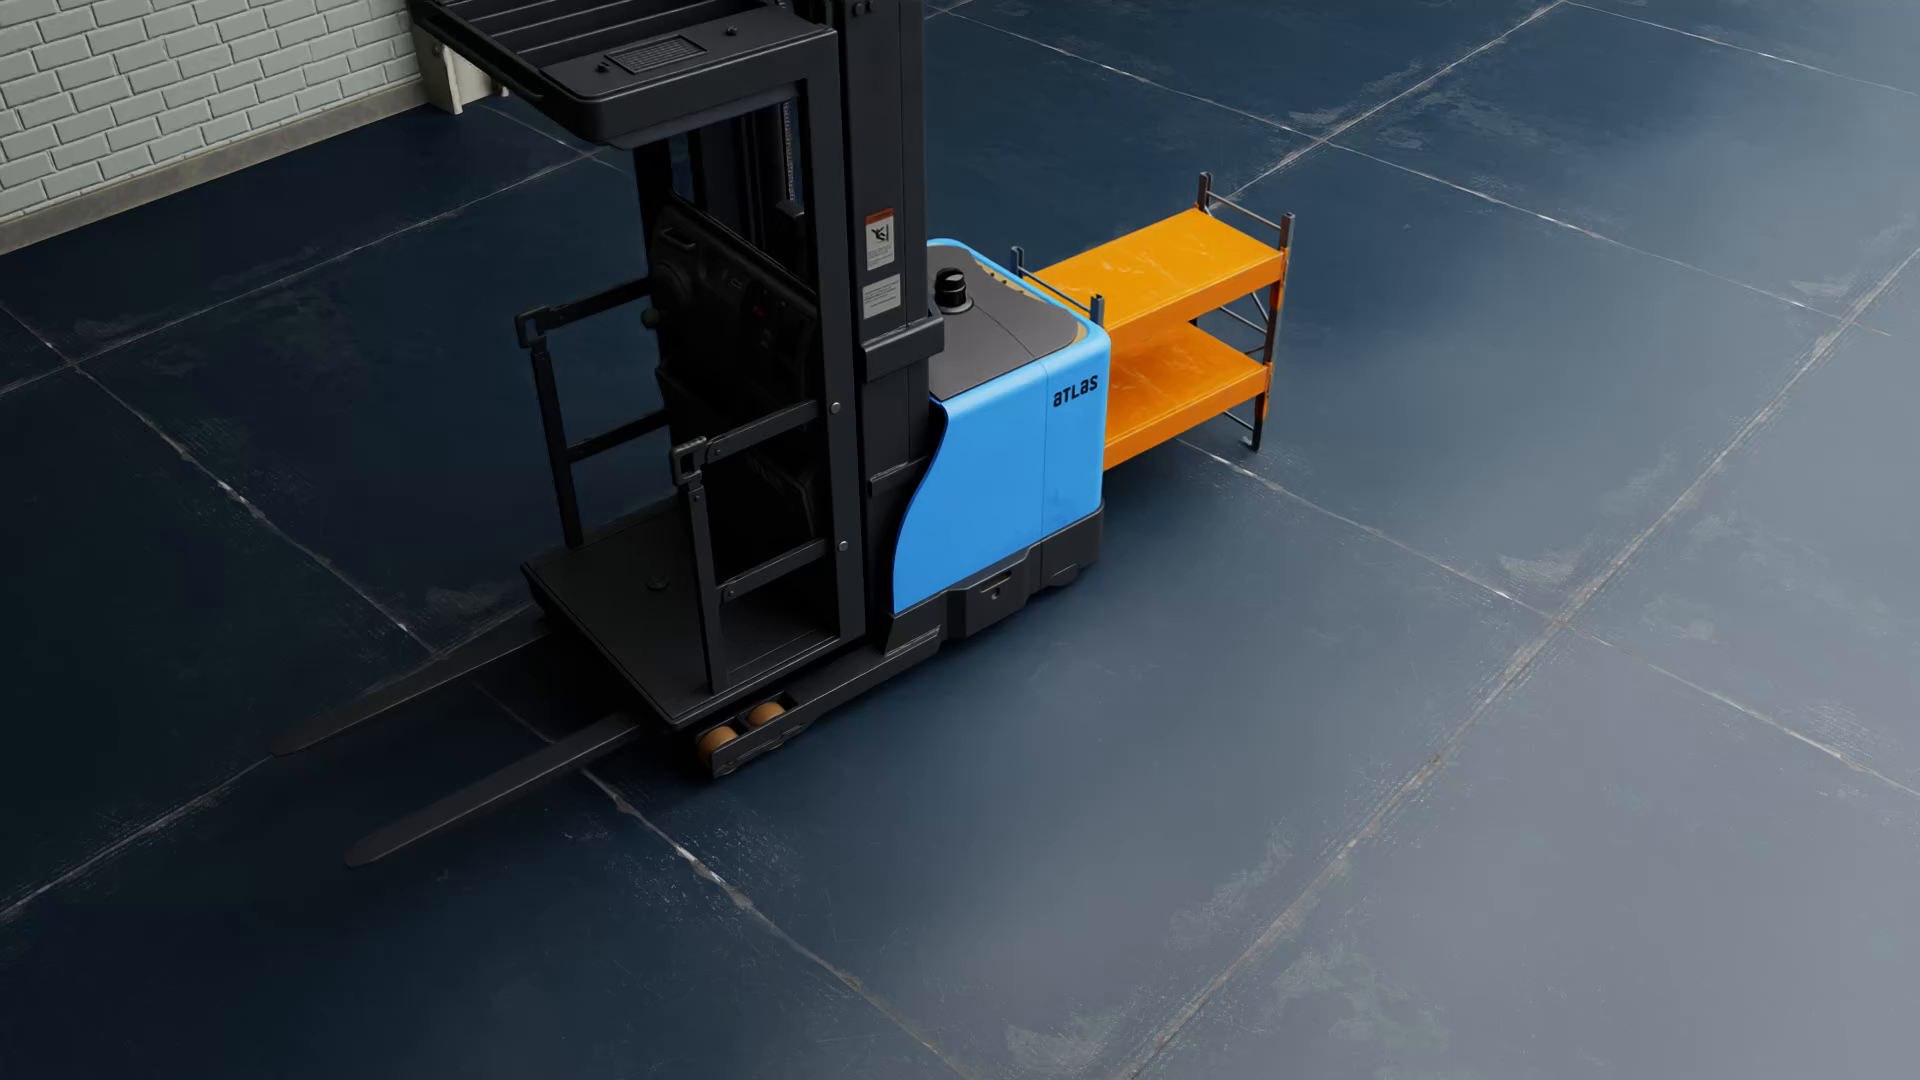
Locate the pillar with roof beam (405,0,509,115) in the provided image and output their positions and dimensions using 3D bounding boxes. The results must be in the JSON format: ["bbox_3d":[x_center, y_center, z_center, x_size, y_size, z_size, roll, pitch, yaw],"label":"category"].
[{"bbox_3d":[0.176,-4.414,5.070,9.100,9.000,0.400,30,47,32],"label":"pillar with roof beam"}]

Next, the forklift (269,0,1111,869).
[{"bbox_3d":[-0.908,-0.711,5.289,3.031,2.935,1.130,-26,46,-29],"label":"forklift"}]

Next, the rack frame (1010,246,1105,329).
[{"bbox_3d":[0.360,-0.557,6.546,0.032,1.125,0.500,-26,46,-29],"label":"rack frame"}]

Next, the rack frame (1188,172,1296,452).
[{"bbox_3d":[1.154,-0.952,7.043,0.032,1.125,0.500,-26,46,-29],"label":"rack frame"}]

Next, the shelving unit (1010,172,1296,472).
[{"bbox_3d":[0.757,-0.754,6.795,1.048,1.125,0.538,-26,46,-29],"label":"shelving unit"}]

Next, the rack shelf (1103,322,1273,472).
[{"bbox_3d":[0.757,-0.563,6.947,1.000,0.278,0.538,-26,46,-29],"label":"rack shelf"}]

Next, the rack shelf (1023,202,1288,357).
[{"bbox_3d":[0.757,-0.983,6.613,1.000,0.278,0.538,-26,46,-29],"label":"rack shelf"}]
